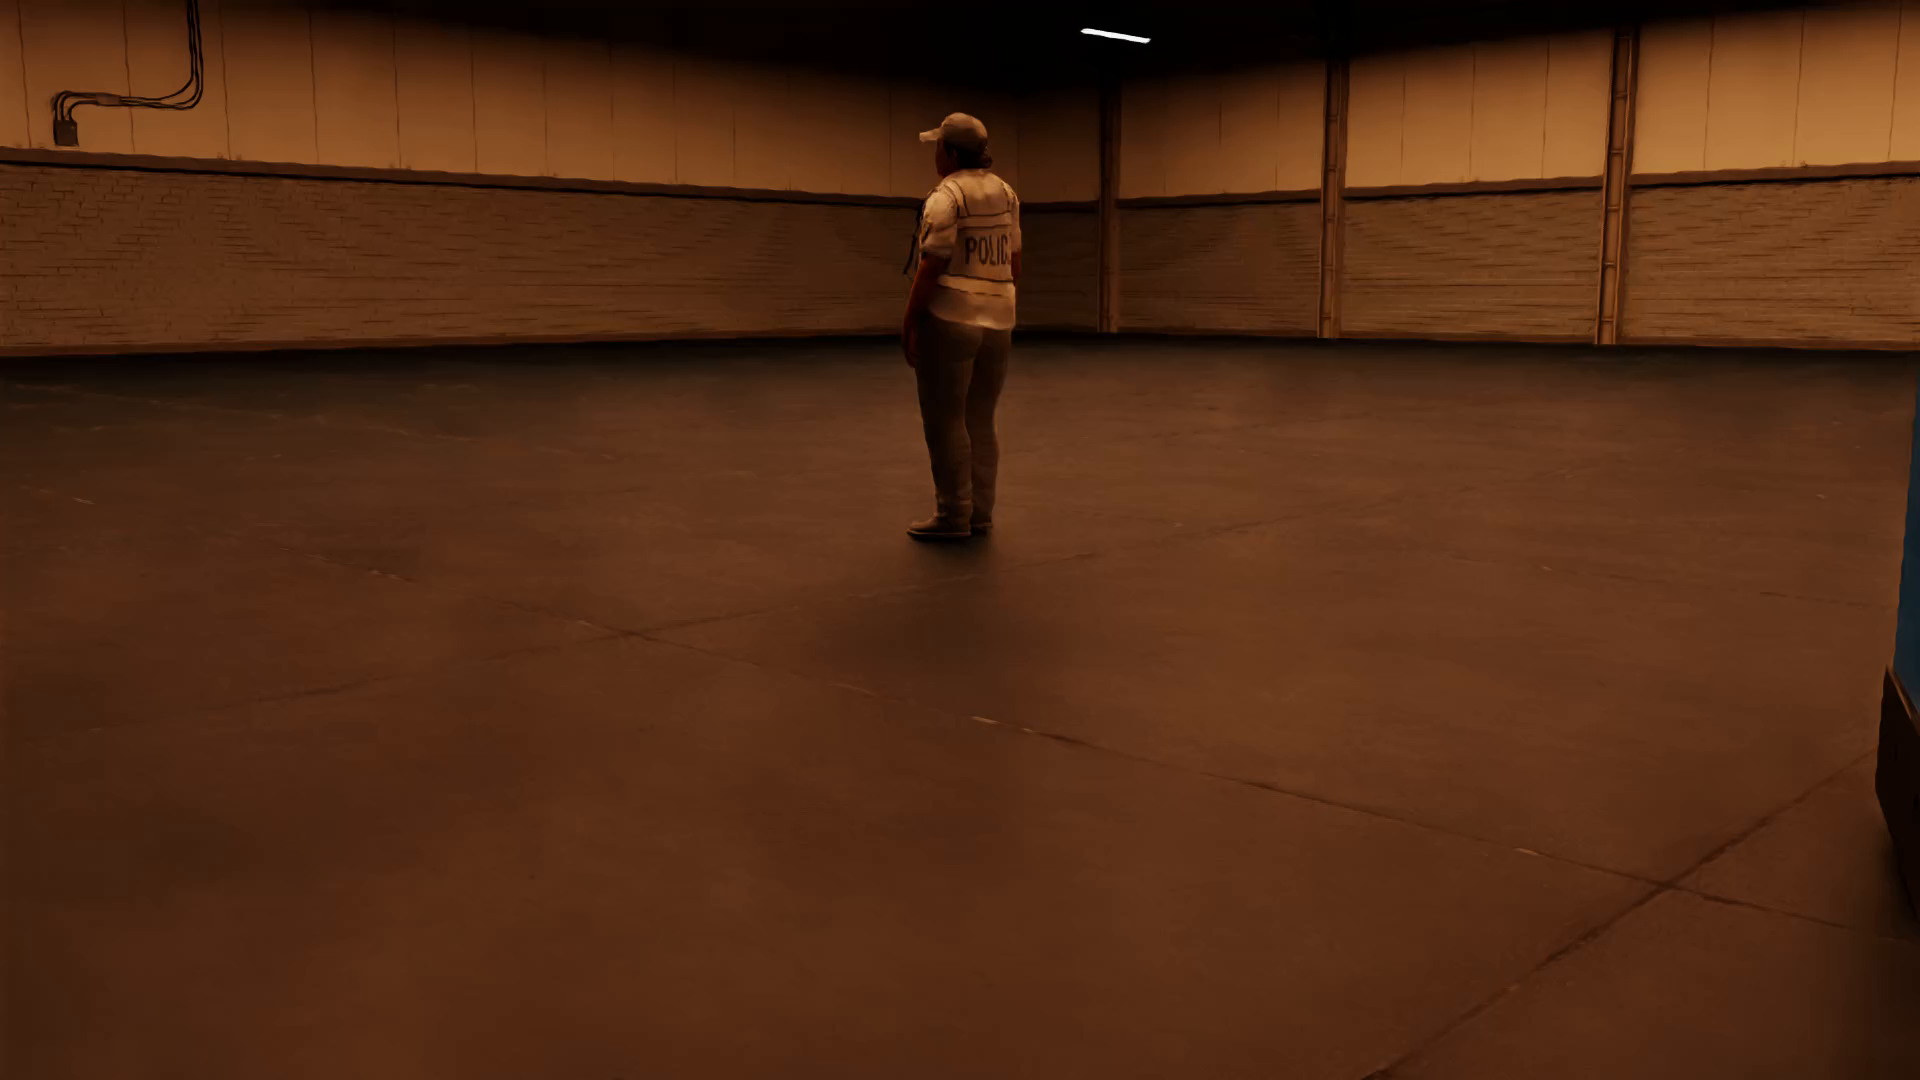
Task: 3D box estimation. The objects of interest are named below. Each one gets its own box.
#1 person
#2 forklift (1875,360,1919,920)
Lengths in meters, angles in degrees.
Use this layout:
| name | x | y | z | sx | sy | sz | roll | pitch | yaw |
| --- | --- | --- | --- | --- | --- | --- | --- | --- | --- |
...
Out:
| name | x | y | z | sx | sy | sz | roll | pitch | yaw |
| --- | --- | --- | --- | --- | --- | --- | --- | --- | --- |
| person | -0.039 | -0.842 | 6.661 | 0.529 | 1.669 | 0.598 | 8 | 12 | 43 |
| forklift | 2.931 | -0.761 | 1.925 | 3.031 | 2.935 | 1.130 | 4 | 9 | 24 |
